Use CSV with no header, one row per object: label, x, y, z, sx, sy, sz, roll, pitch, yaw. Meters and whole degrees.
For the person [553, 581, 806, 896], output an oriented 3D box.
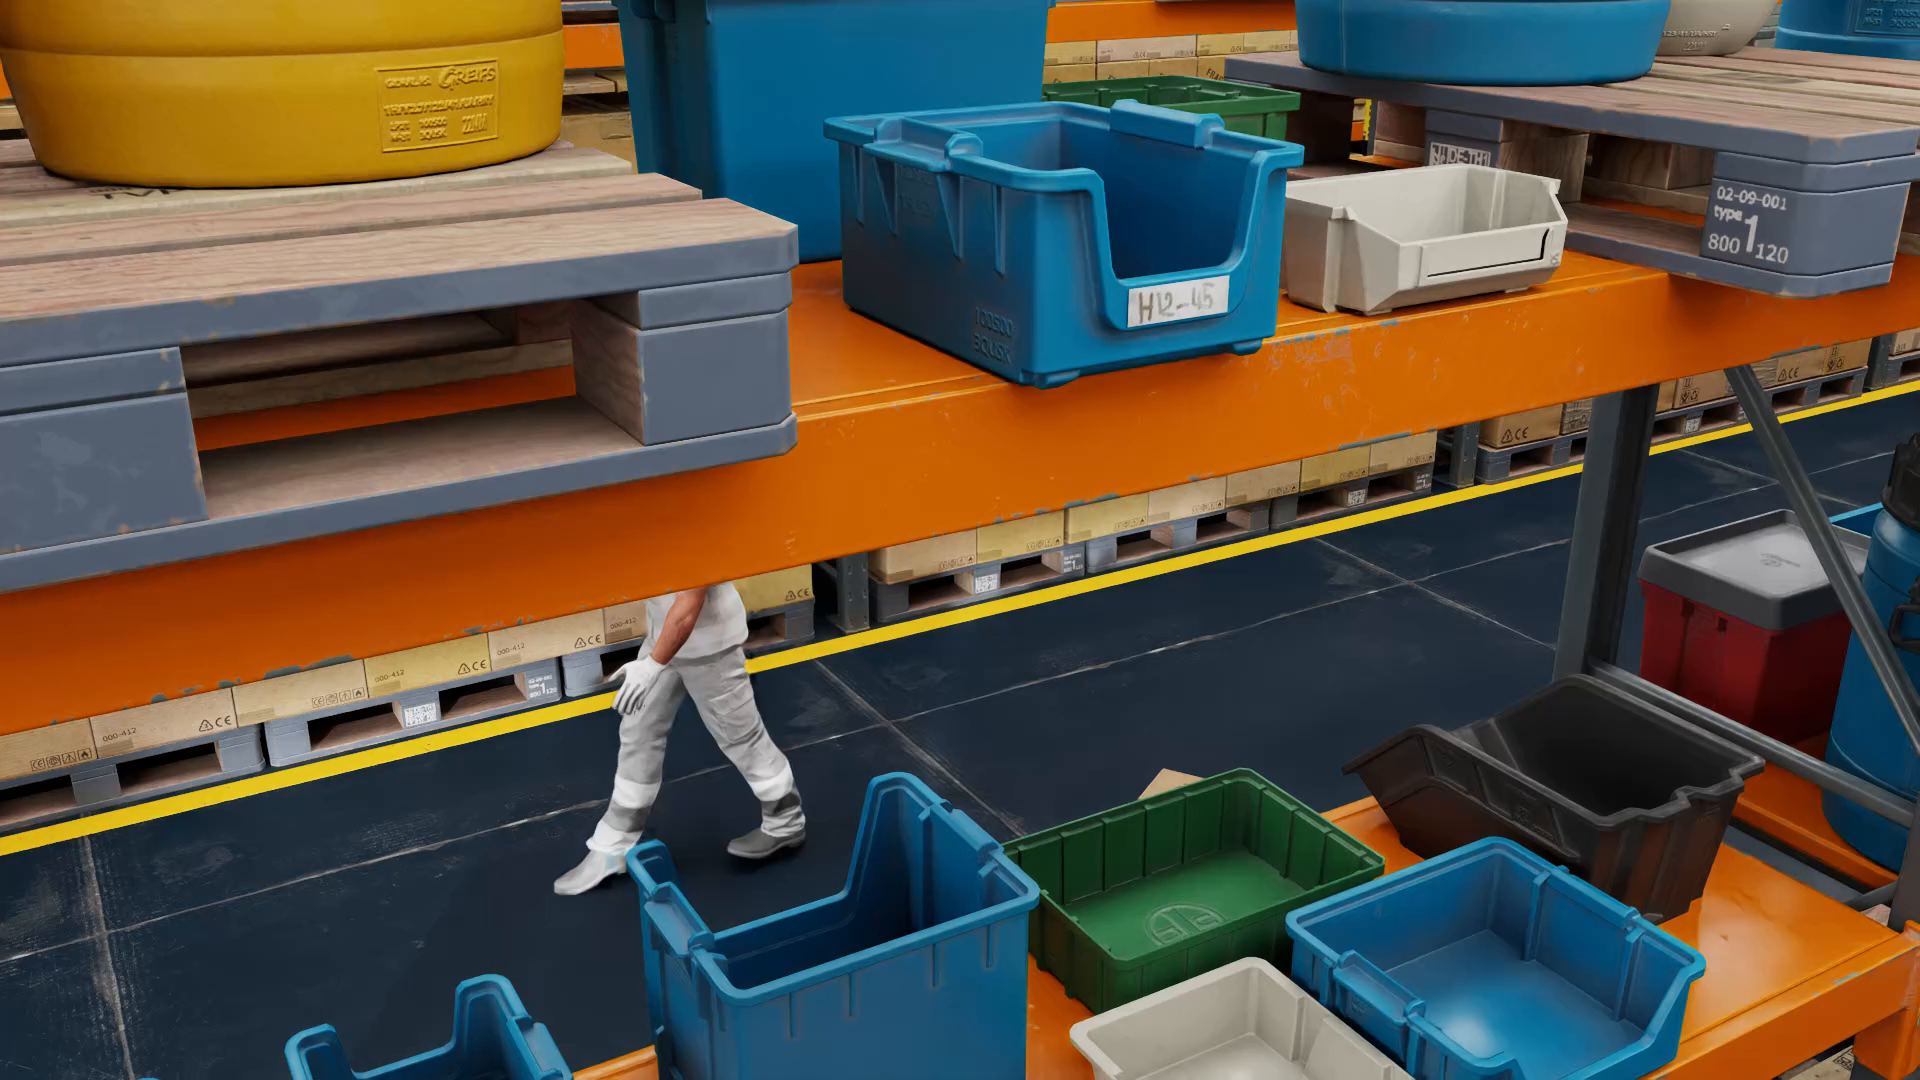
person,-0.985,0.369,5.639,0.904,1.785,0.566,-11,24,-25
